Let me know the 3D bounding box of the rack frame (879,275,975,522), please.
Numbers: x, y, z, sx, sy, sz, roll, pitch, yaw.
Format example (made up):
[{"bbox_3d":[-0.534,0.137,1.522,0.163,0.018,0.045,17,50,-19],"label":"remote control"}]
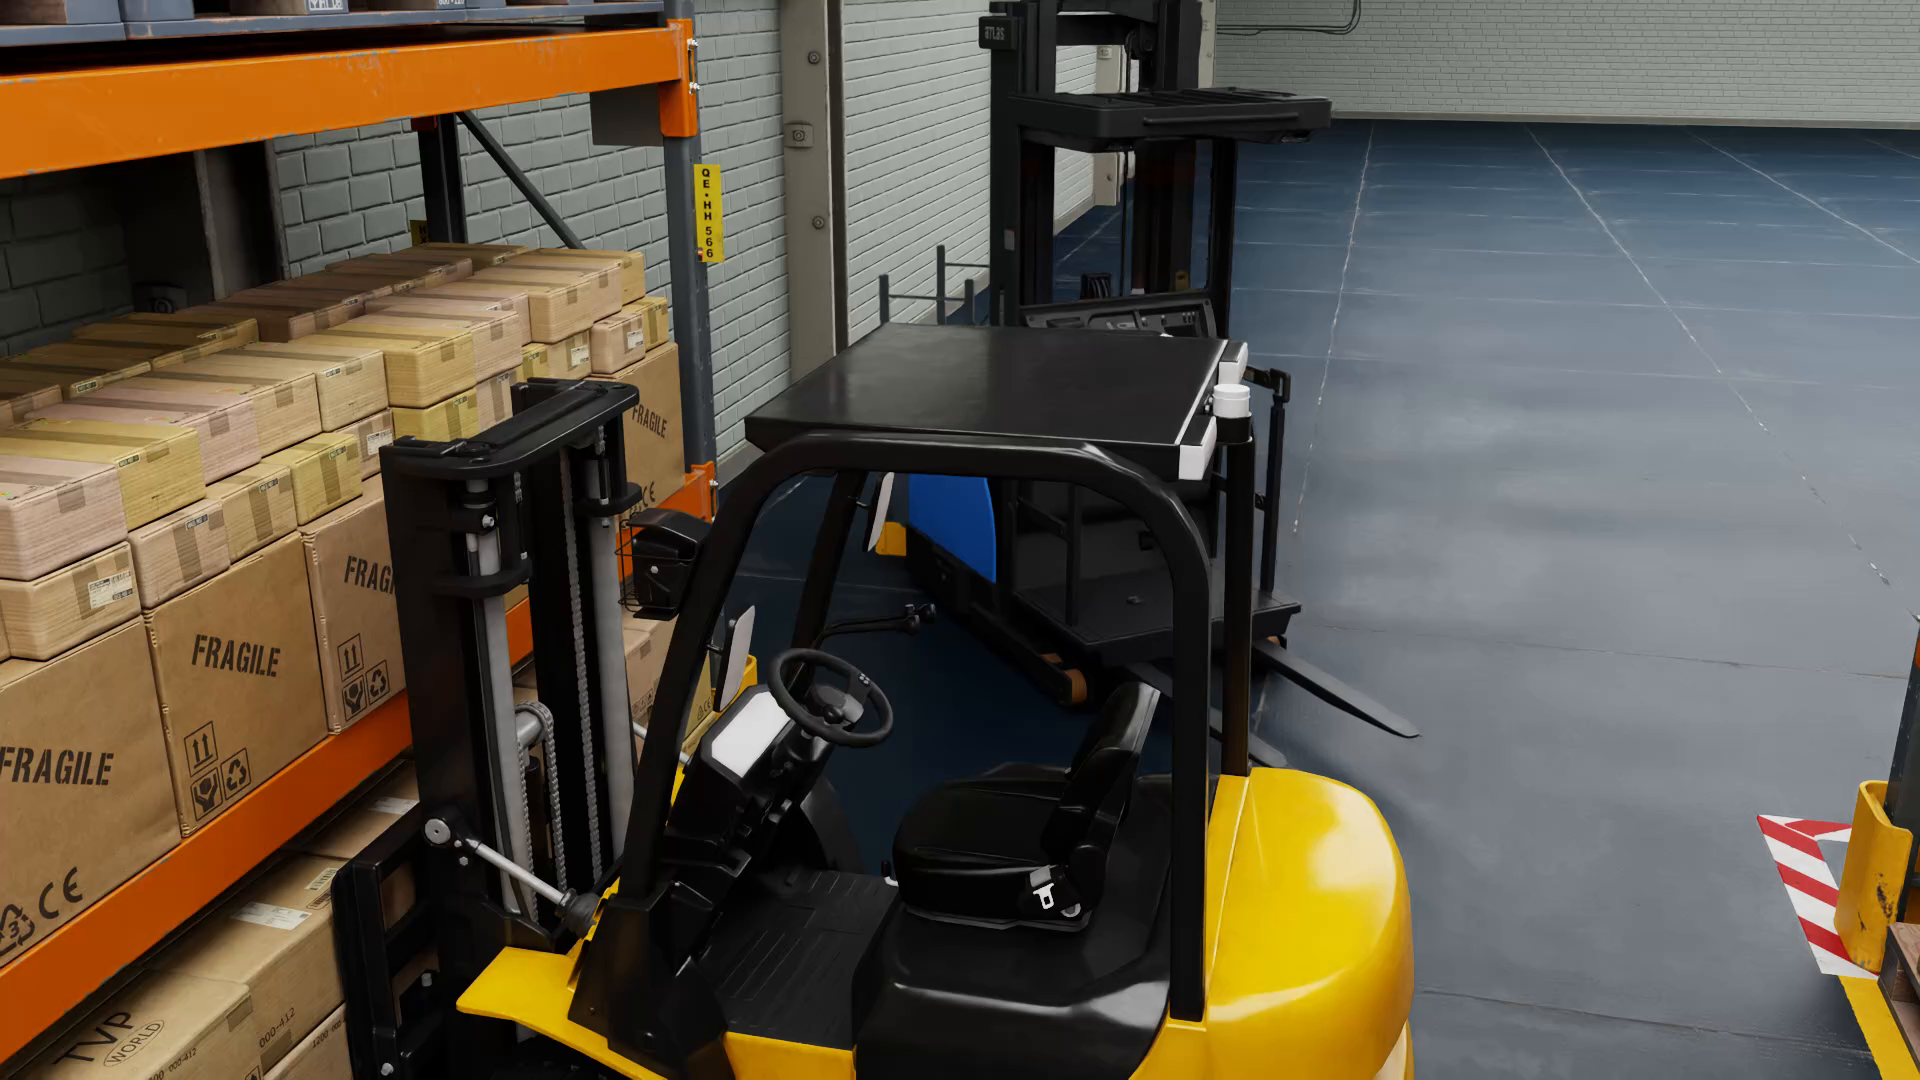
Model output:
[{"bbox_3d":[-0.170,-0.626,8.699,0.500,1.500,0.032,5,20,15],"label":"rack frame"}]

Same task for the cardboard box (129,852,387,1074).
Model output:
[{"bbox_3d":[-1.683,0.951,3.821,0.500,0.250,0.500,5,20,15],"label":"cardboard box"}]

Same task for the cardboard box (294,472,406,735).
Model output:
[{"bbox_3d":[-1.611,0.119,4.043,0.500,0.500,0.500,5,19,14],"label":"cardboard box"}]

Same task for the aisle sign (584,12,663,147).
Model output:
[{"bbox_3d":[-1.072,-1.717,5.551,0.394,0.787,0.004,5,19,13],"label":"aisle sign"}]

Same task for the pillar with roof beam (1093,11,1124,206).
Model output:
[{"bbox_3d":[6.155,-8.483,20.101,9.100,9.000,0.400,5,19,13],"label":"pillar with roof beam"}]

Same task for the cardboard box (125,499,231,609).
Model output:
[{"bbox_3d":[-1.721,0.012,3.352,0.380,0.149,0.250,4,19,13],"label":"cardboard box"}]

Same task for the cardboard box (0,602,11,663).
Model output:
[{"bbox_3d":[-1.919,0.166,2.903,0.380,0.149,0.250,5,19,13],"label":"cardboard box"}]

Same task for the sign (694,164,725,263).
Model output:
[{"bbox_3d":[-0.850,-1.102,5.616,0.100,0.325,0.005,5,19,13],"label":"sign"}]

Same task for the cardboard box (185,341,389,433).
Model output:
[{"bbox_3d":[-1.625,-0.374,4.024,0.380,0.149,0.250,5,19,14],"label":"cardboard box"}]

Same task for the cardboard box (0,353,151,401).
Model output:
[{"bbox_3d":[-2.129,-0.330,3.895,0.380,0.149,0.250,5,20,15],"label":"cardboard box"}]

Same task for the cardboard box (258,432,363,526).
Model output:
[{"bbox_3d":[-1.620,-0.152,3.834,0.380,0.149,0.250,4,19,12],"label":"cardboard box"}]

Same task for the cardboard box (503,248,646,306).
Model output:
[{"bbox_3d":[-1.256,-0.855,5.433,0.380,0.149,0.250,5,19,14],"label":"cardboard box"}]

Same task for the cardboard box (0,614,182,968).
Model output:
[{"bbox_3d":[-1.878,0.434,3.121,0.500,0.500,0.500,5,19,14],"label":"cardboard box"}]

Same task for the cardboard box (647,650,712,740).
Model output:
[{"bbox_3d":[-1.189,0.554,5.756,0.500,0.250,0.500,4,19,13],"label":"cardboard box"}]

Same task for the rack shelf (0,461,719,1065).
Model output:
[{"bbox_3d":[-1.862,0.478,4.260,1.077,0.370,4.000,5,19,13],"label":"rack shelf"}]

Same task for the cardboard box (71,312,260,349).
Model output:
[{"bbox_3d":[-2.084,-0.497,4.384,0.380,0.149,0.250,4,19,12],"label":"cardboard box"}]

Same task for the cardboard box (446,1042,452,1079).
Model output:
[{"bbox_3d":[-1.548,1.261,4.459,0.500,0.250,0.500,5,20,15],"label":"cardboard box"}]

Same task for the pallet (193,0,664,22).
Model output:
[{"bbox_3d":[-1.571,-1.647,4.866,1.003,0.211,1.213,5,19,13],"label":"pallet"}]

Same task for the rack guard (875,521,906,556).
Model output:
[{"bbox_3d":[-0.170,-0.035,8.902,0.587,0.250,0.087,5,20,15],"label":"rack guard"}]

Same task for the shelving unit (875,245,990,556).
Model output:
[{"bbox_3d":[-0.032,-0.781,9.153,0.587,1.500,1.083,5,20,15],"label":"shelving unit"}]

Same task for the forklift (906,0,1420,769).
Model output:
[{"bbox_3d":[0.806,-0.832,7.089,1.130,2.935,3.031,-9,21,-24],"label":"forklift"}]

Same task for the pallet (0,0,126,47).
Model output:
[{"bbox_3d":[-2.167,-0.882,2.627,1.003,0.211,1.213,5,19,13],"label":"pallet"}]

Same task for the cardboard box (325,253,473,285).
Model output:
[{"bbox_3d":[-1.788,-0.817,5.322,0.380,0.149,0.250,5,20,15],"label":"cardboard box"}]

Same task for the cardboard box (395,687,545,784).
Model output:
[{"bbox_3d":[-1.416,0.628,4.764,0.500,0.250,0.500,5,19,14],"label":"cardboard box"}]

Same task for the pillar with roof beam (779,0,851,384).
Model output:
[{"bbox_3d":[3.223,-4.722,9.089,9.100,9.000,0.400,5,19,13],"label":"pillar with roof beam"}]

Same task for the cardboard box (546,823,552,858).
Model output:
[{"bbox_3d":[-1.428,0.874,4.820,0.500,0.250,0.500,4,19,12],"label":"cardboard box"}]

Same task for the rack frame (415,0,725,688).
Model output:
[{"bbox_3d":[-1.373,-0.489,5.979,1.000,3.000,0.127,5,19,13],"label":"rack frame"}]

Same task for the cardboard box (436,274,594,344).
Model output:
[{"bbox_3d":[-1.324,-0.691,4.953,0.380,0.149,0.250,5,20,15],"label":"cardboard box"}]

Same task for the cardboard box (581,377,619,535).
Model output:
[{"bbox_3d":[-1.374,-0.200,4.977,0.500,0.500,0.500,5,20,15],"label":"cardboard box"}]

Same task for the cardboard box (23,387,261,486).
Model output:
[{"bbox_3d":[-1.747,-0.217,3.564,0.380,0.149,0.250,5,19,13],"label":"cardboard box"}]

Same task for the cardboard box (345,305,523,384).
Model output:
[{"bbox_3d":[-1.413,-0.529,4.477,0.380,0.149,0.250,5,20,15],"label":"cardboard box"}]

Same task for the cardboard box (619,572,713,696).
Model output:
[{"bbox_3d":[-1.183,0.309,5.699,0.500,0.250,0.500,5,20,15],"label":"cardboard box"}]

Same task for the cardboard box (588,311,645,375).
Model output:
[{"bbox_3d":[-1.220,-0.630,5.234,0.380,0.149,0.250,5,19,14],"label":"cardboard box"}]

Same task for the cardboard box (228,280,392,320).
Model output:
[{"bbox_3d":[-1.885,-0.656,4.850,0.380,0.149,0.250,5,19,14],"label":"cardboard box"}]

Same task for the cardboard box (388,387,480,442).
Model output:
[{"bbox_3d":[-1.476,-0.309,4.292,0.380,0.149,0.250,5,19,14],"label":"cardboard box"}]

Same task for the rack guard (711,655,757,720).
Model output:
[{"bbox_3d":[-1.367,0.686,6.405,1.175,0.500,0.348,5,19,13],"label":"rack guard"}]

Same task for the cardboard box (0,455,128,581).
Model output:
[{"bbox_3d":[-1.792,-0.049,3.073,0.380,0.149,0.250,5,20,15],"label":"cardboard box"}]

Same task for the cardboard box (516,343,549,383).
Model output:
[{"bbox_3d":[-1.414,-0.477,4.785,0.380,0.149,0.250,5,19,13],"label":"cardboard box"}]

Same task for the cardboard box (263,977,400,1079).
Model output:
[{"bbox_3d":[-1.678,1.188,3.898,0.500,0.250,0.500,4,19,13],"label":"cardboard box"}]

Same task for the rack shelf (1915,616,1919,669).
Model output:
[{"bbox_3d":[2.953,0.869,3.116,1.077,0.370,4.000,5,19,13],"label":"rack shelf"}]
